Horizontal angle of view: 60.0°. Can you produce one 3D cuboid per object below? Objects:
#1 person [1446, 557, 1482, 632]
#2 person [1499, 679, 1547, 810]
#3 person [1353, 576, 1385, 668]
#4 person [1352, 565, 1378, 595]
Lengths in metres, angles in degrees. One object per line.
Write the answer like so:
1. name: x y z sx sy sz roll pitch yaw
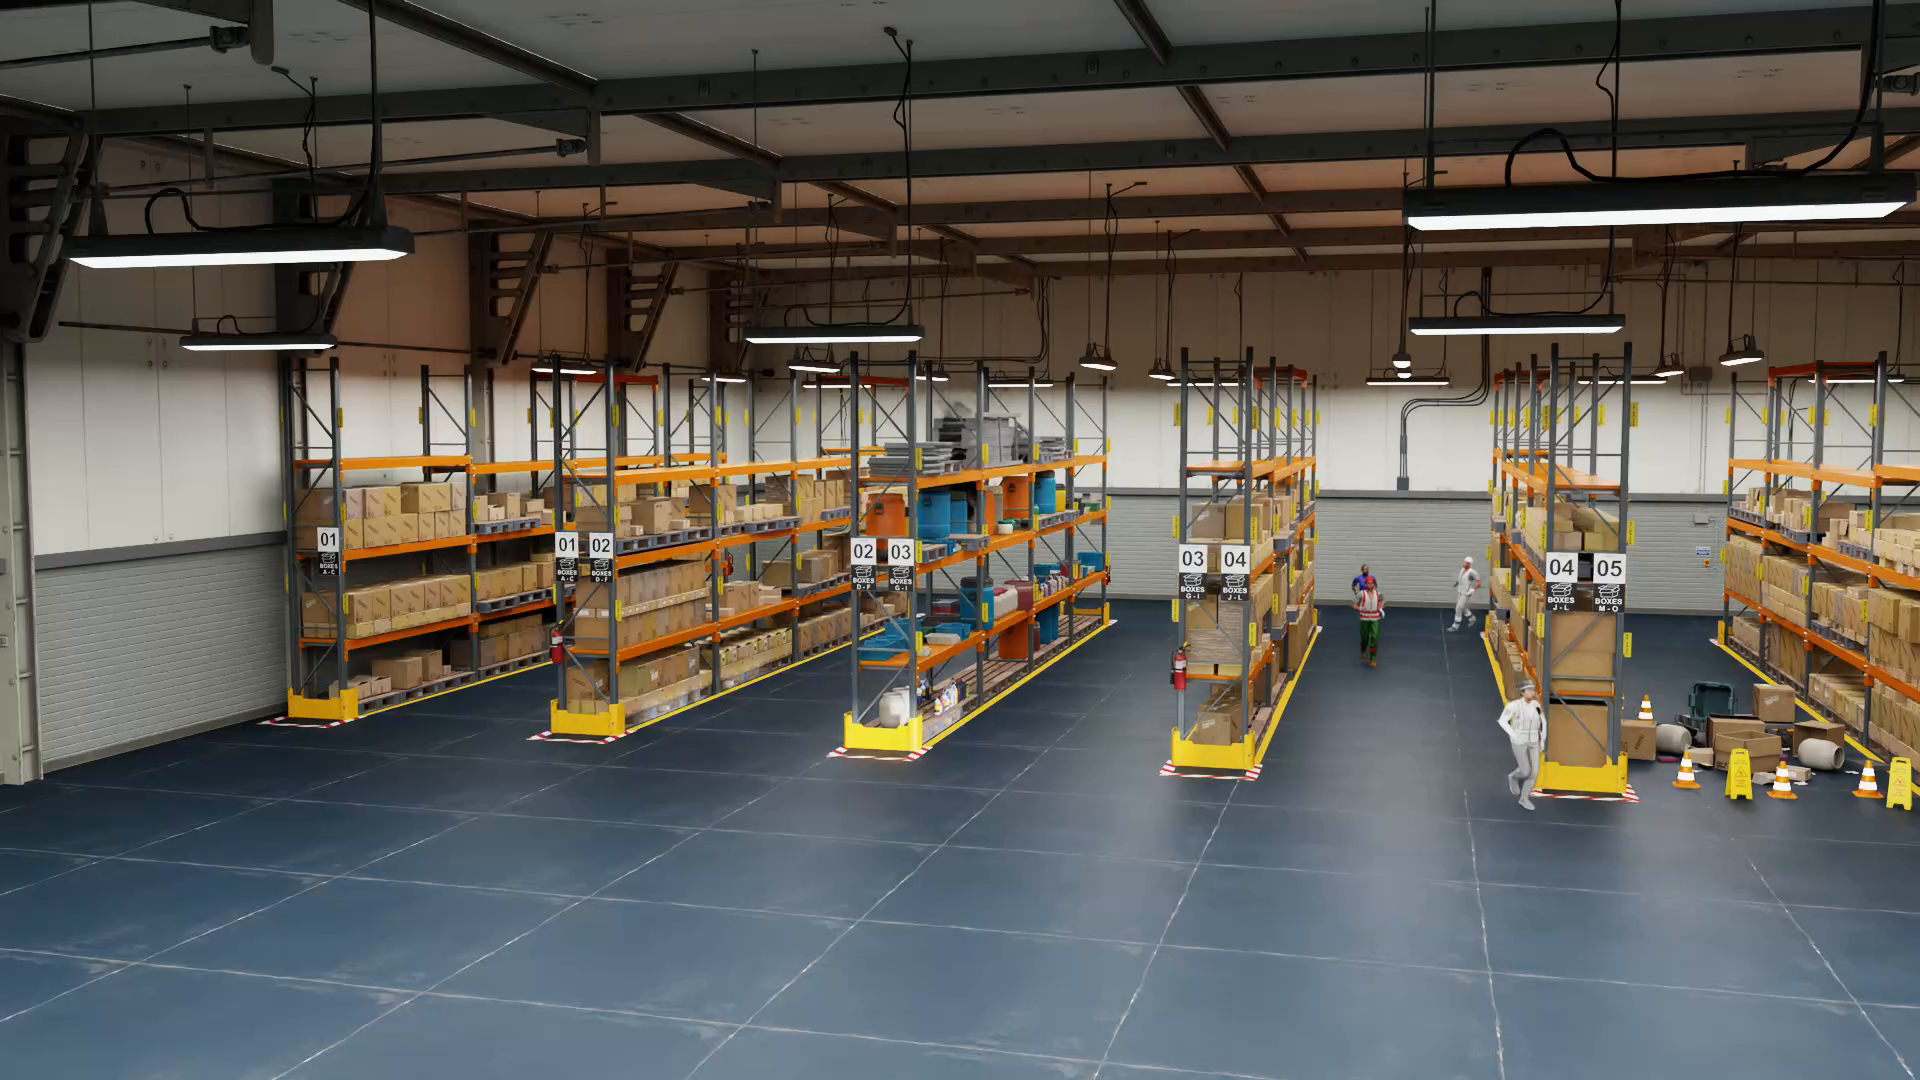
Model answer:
1. person: 11.845 1.264 38.813 0.876 1.767 0.697 -1 4 -17
2. person: 7.285 2.613 21.457 0.655 1.667 0.490 -1 4 -8
3. person: 8.258 1.625 33.549 0.656 1.786 0.987 0 4 5
4. person: 9.362 1.372 38.493 0.595 1.633 0.773 1 4 11
